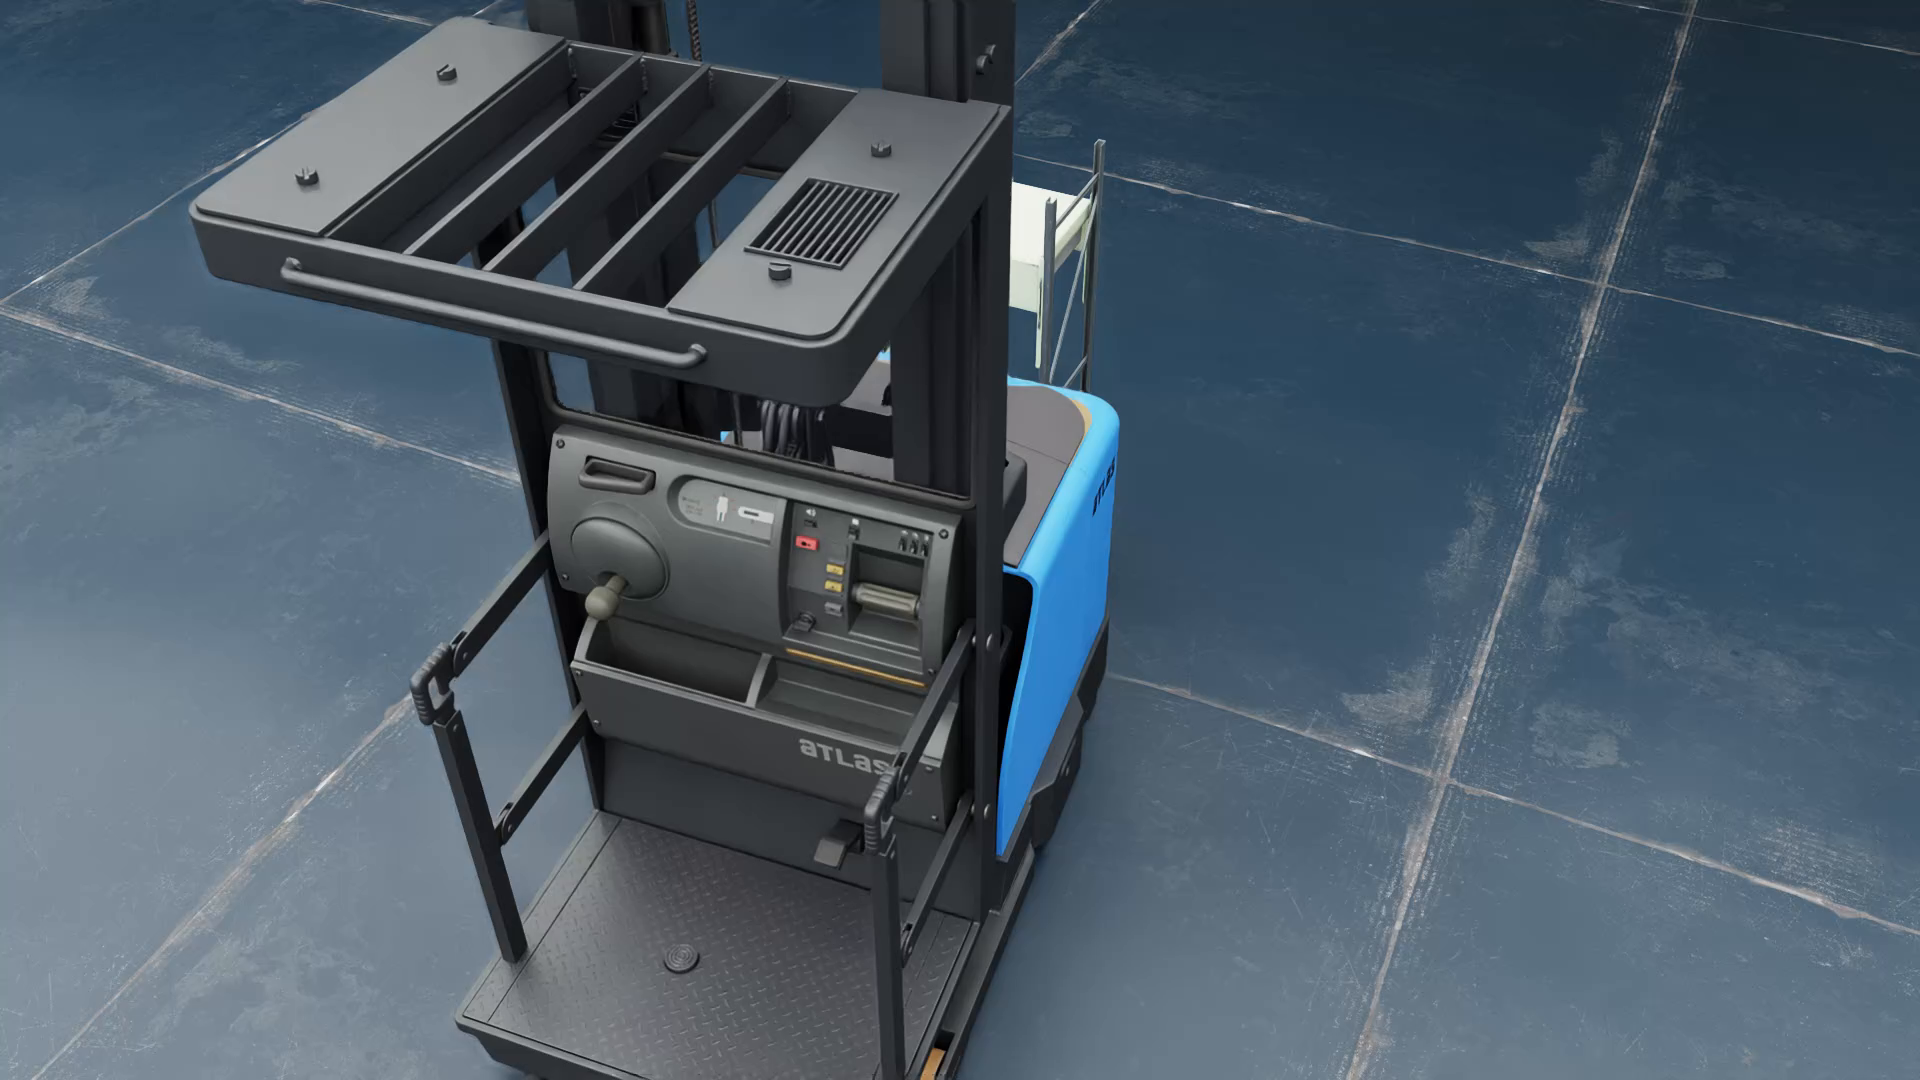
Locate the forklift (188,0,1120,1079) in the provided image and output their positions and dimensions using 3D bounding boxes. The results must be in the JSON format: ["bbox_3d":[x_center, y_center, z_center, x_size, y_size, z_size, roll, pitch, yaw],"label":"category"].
[{"bbox_3d":[-0.526,0.116,3.378,1.130,2.935,3.031,13,43,15],"label":"forklift"}]

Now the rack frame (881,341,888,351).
[{"bbox_3d":[-0.338,-0.670,5.378,0.023,1.500,0.400,17,44,19],"label":"rack frame"}]

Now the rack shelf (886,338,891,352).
[{"bbox_3d":[-0.006,-0.322,5.474,0.720,0.370,0.431,17,44,19],"label":"rack shelf"}]

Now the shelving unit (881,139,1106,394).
[{"bbox_3d":[-0.006,-0.569,5.261,0.755,1.500,0.431,17,44,19],"label":"shelving unit"}]

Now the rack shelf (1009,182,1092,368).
[{"bbox_3d":[-0.006,-0.863,5.005,0.720,0.370,0.431,17,44,19],"label":"rack shelf"}]

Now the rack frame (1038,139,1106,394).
[{"bbox_3d":[0.326,-0.467,5.144,0.023,1.500,0.400,17,44,19],"label":"rack frame"}]
